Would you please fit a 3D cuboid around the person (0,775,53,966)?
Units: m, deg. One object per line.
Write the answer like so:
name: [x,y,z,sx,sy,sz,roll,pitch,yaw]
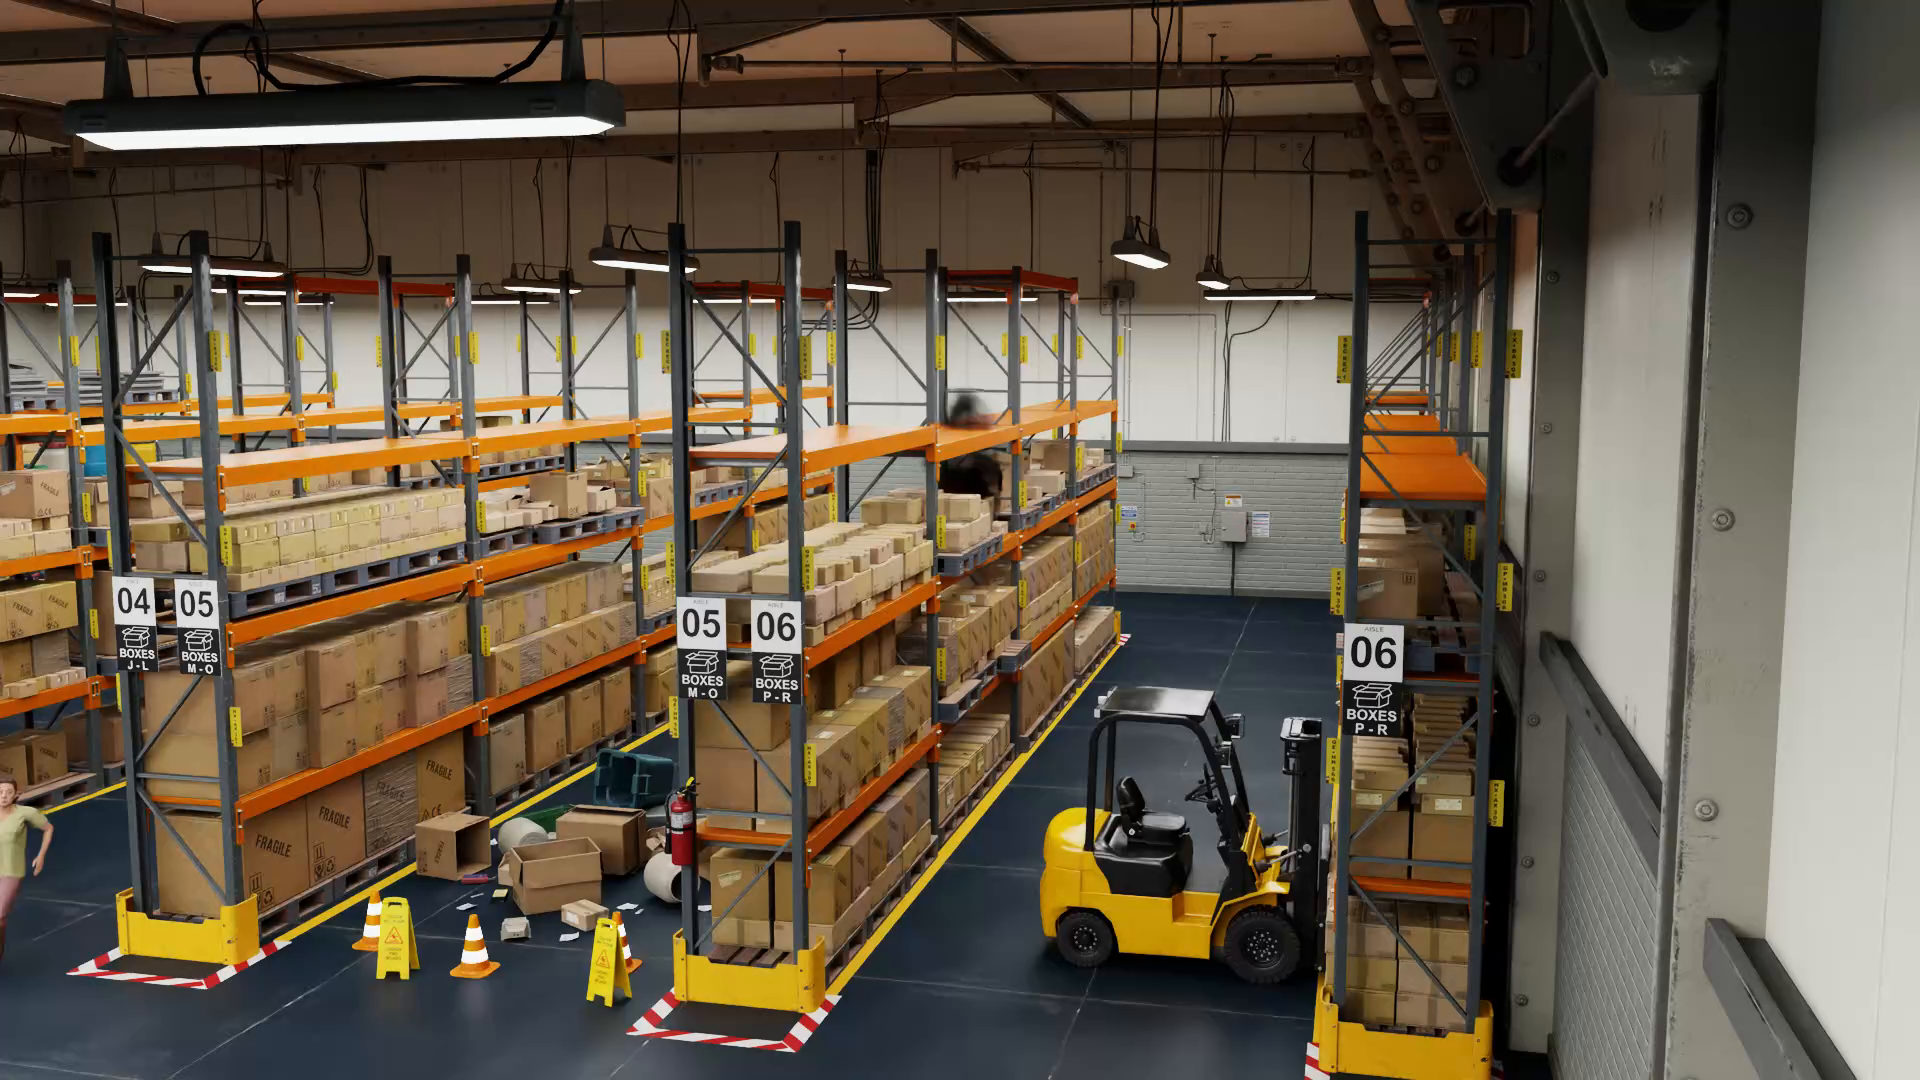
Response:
person: [-7.718,2.729,13.441,0.642,1.673,0.698,-1,7,-8]
